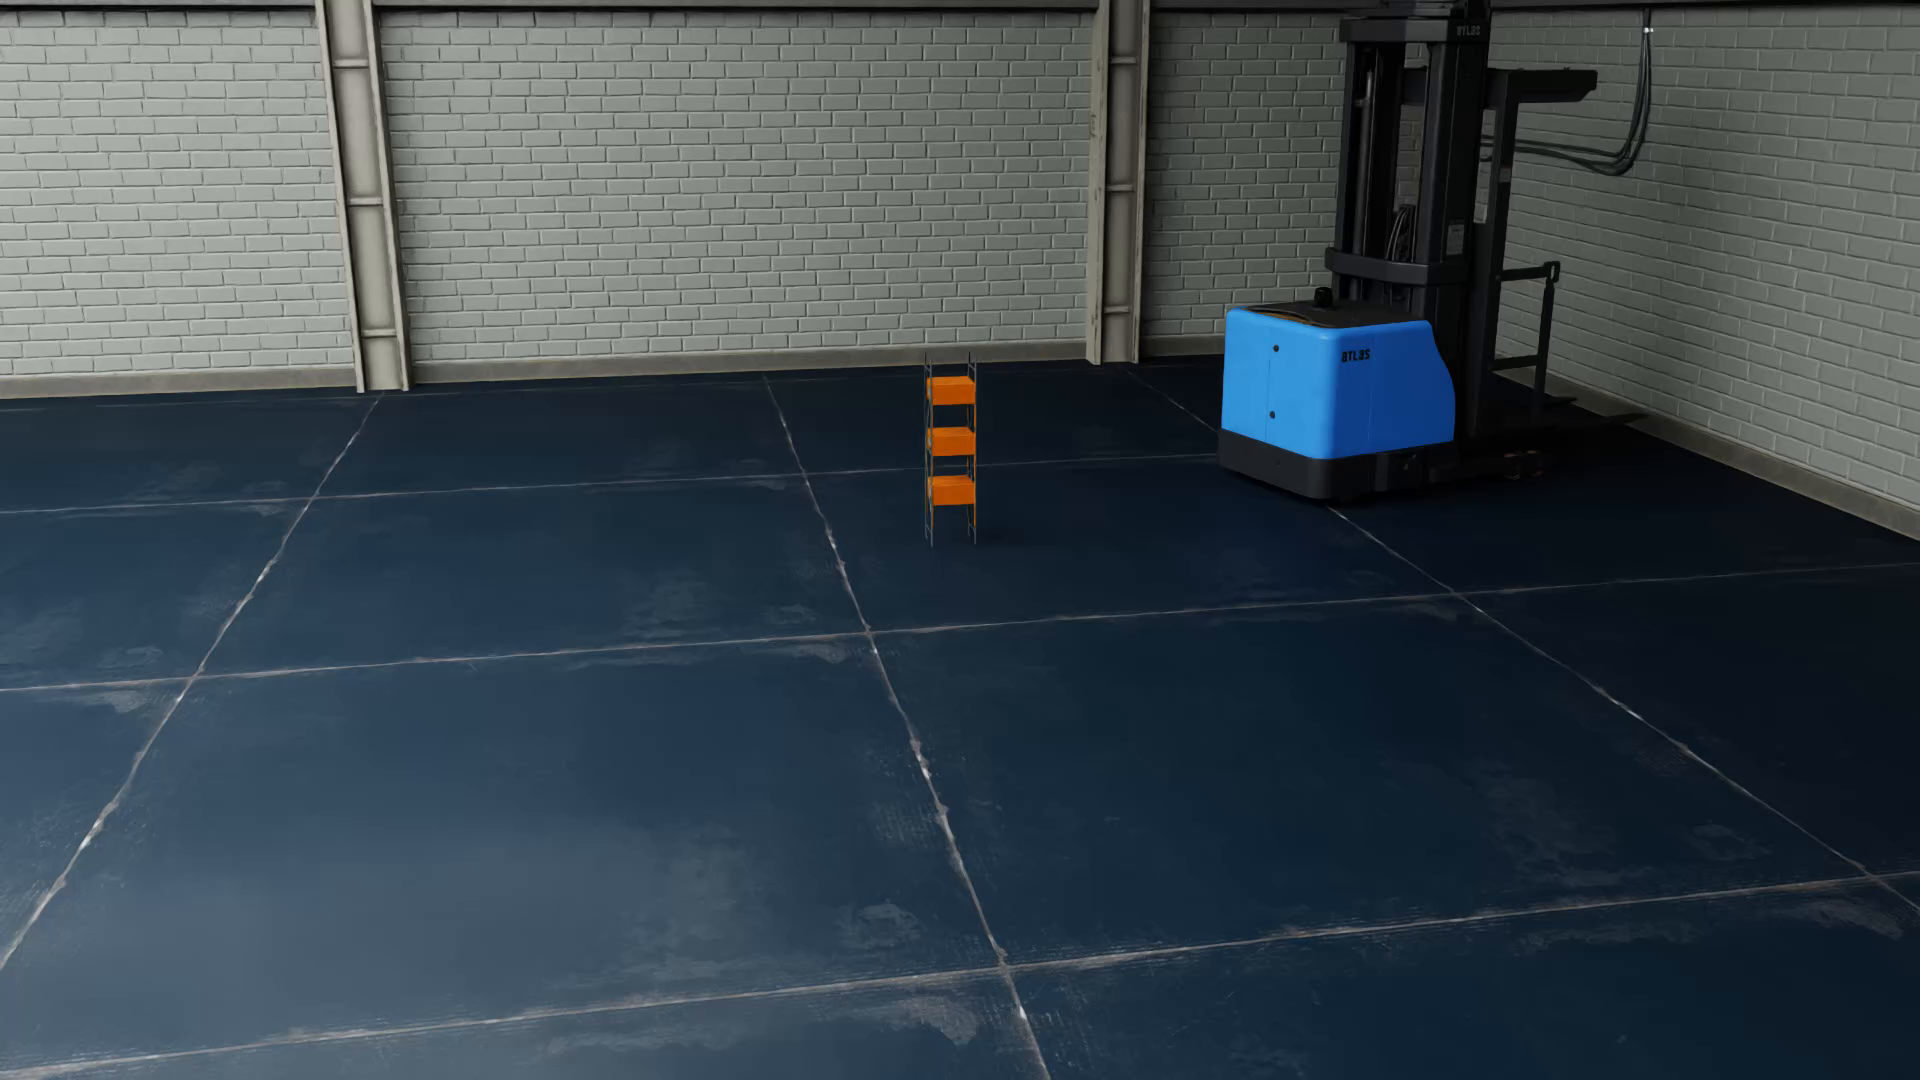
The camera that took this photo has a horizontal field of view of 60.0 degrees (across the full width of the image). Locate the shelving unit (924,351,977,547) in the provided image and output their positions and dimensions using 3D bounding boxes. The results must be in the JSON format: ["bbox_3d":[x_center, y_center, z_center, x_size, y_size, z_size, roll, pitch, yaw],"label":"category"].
[{"bbox_3d":[-0.053,-0.499,9.148,0.252,1.050,0.215,-3,17,-10],"label":"shelving unit"}]

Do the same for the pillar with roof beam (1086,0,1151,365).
[{"bbox_3d":[2.128,-4.610,8.994,0.400,9.000,9.100,-3,17,-10],"label":"pillar with roof beam"}]

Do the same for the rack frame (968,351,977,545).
[{"bbox_3d":[0.067,-0.506,9.170,0.008,1.050,0.200,-3,17,-10],"label":"rack frame"}]

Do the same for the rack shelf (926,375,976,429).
[{"bbox_3d":[-0.053,-0.760,9.068,0.240,0.259,0.215,-3,17,-10],"label":"rack shelf"}]

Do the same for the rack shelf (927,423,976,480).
[{"bbox_3d":[-0.053,-0.489,9.151,0.240,0.259,0.215,-3,17,-10],"label":"rack shelf"}]

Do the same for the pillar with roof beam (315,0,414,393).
[{"bbox_3d":[-3.763,-4.276,7.906,0.400,9.000,9.100,-3,17,-10],"label":"pillar with roof beam"}]

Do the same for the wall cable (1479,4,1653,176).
[{"bbox_3d":[4.455,-4.149,12.783,0.112,2.526,3.097,-3,17,-10],"label":"wall cable"}]

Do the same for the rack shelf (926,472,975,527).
[{"bbox_3d":[-0.053,-0.223,9.233,0.240,0.259,0.215,-3,17,-10],"label":"rack shelf"}]

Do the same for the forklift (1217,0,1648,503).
[{"bbox_3d":[3.191,-1.909,10.536,3.031,2.935,1.130,-9,19,-27],"label":"forklift"}]

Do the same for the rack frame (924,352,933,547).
[{"bbox_3d":[-0.172,-0.492,9.126,0.008,1.050,0.200,-3,17,-10],"label":"rack frame"}]
